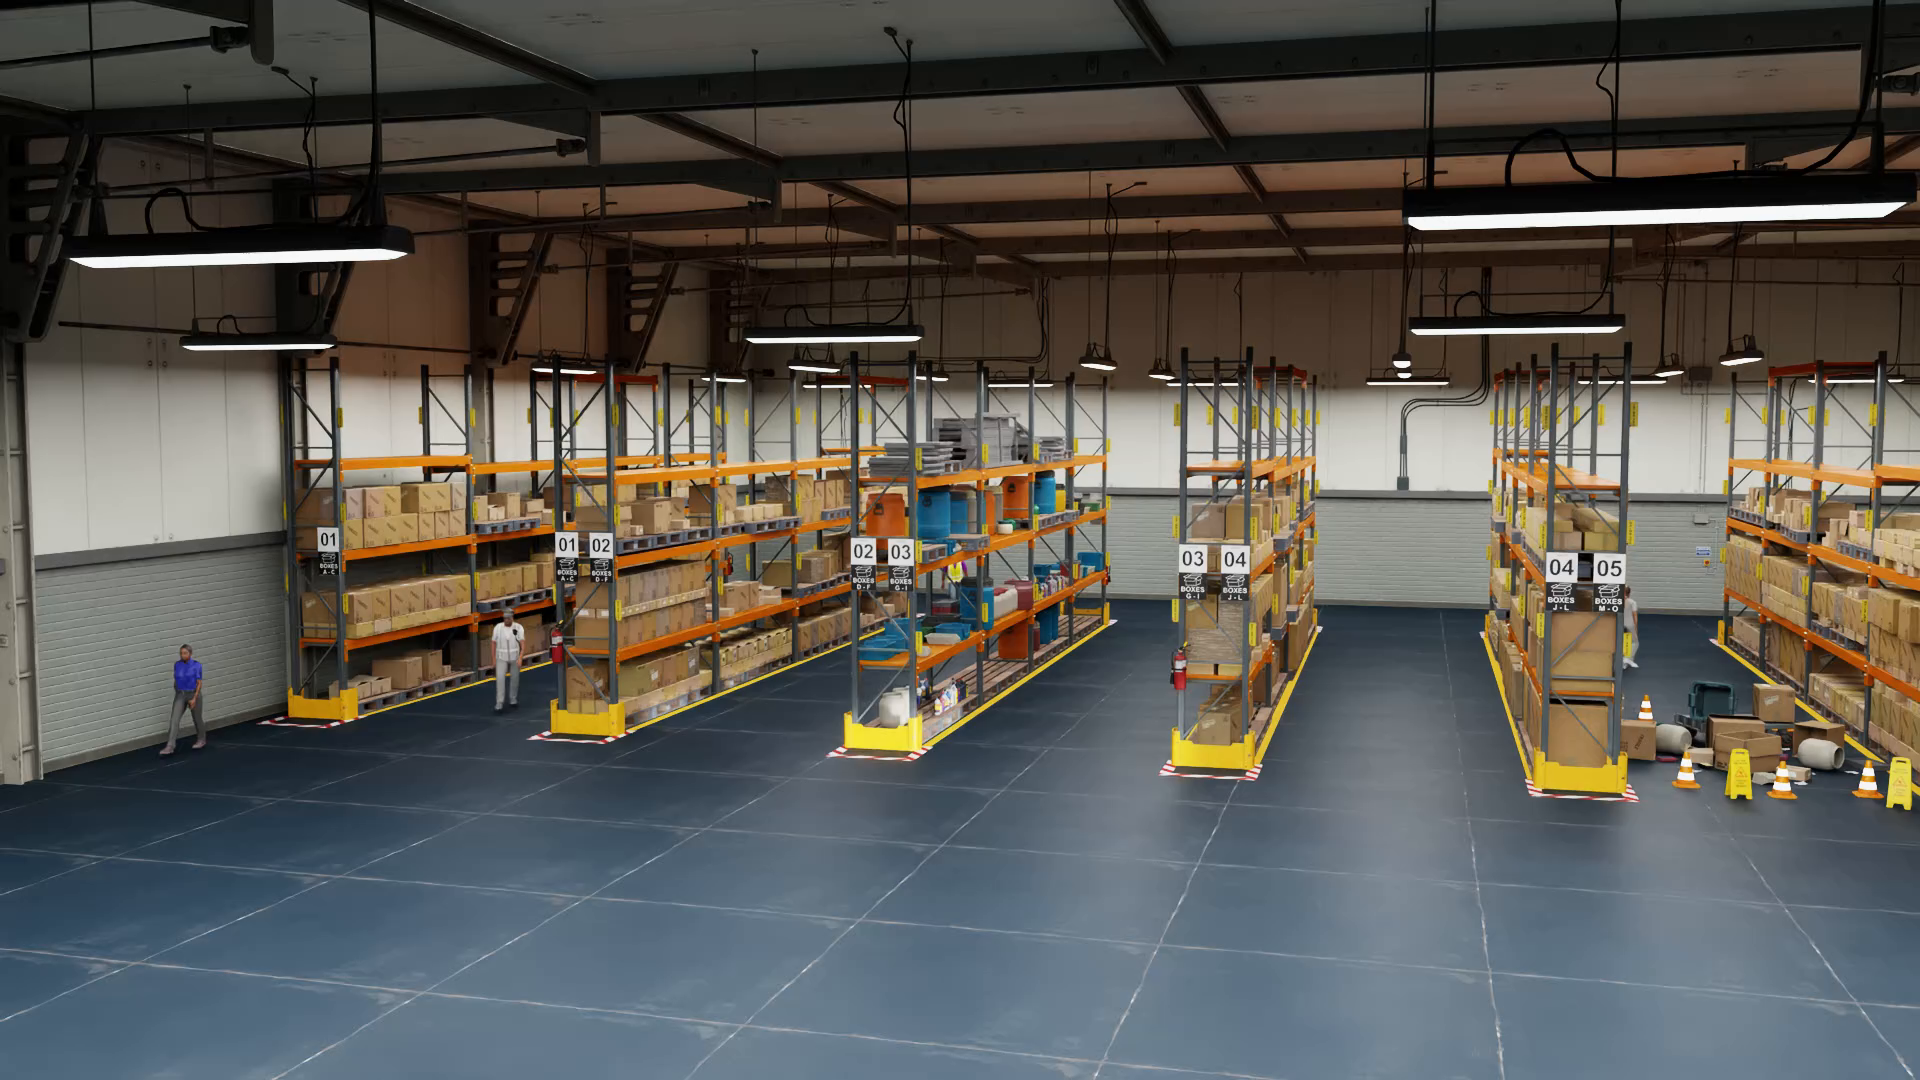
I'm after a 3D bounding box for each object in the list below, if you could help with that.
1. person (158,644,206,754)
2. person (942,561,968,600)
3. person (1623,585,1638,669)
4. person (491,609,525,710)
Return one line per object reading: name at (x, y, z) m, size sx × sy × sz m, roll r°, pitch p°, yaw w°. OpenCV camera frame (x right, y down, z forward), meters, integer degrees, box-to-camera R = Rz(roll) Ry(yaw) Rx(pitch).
person at (-11.547, 2.365, 24.761) m, size 0.500 × 1.593 × 0.961 m, roll 0°, pitch 4°, yaw -6°
person at (-0.102, 1.067, 41.694) m, size 0.649 × 1.709 × 1.018 m, roll -1°, pitch 4°, yaw -10°
person at (13.262, 1.730, 33.115) m, size 0.501 × 1.634 × 0.510 m, roll 2°, pitch 5°, yaw 29°
person at (-7.762, 2.029, 28.573) m, size 0.560 × 1.698 × 1.029 m, roll -1°, pitch 4°, yaw -19°
